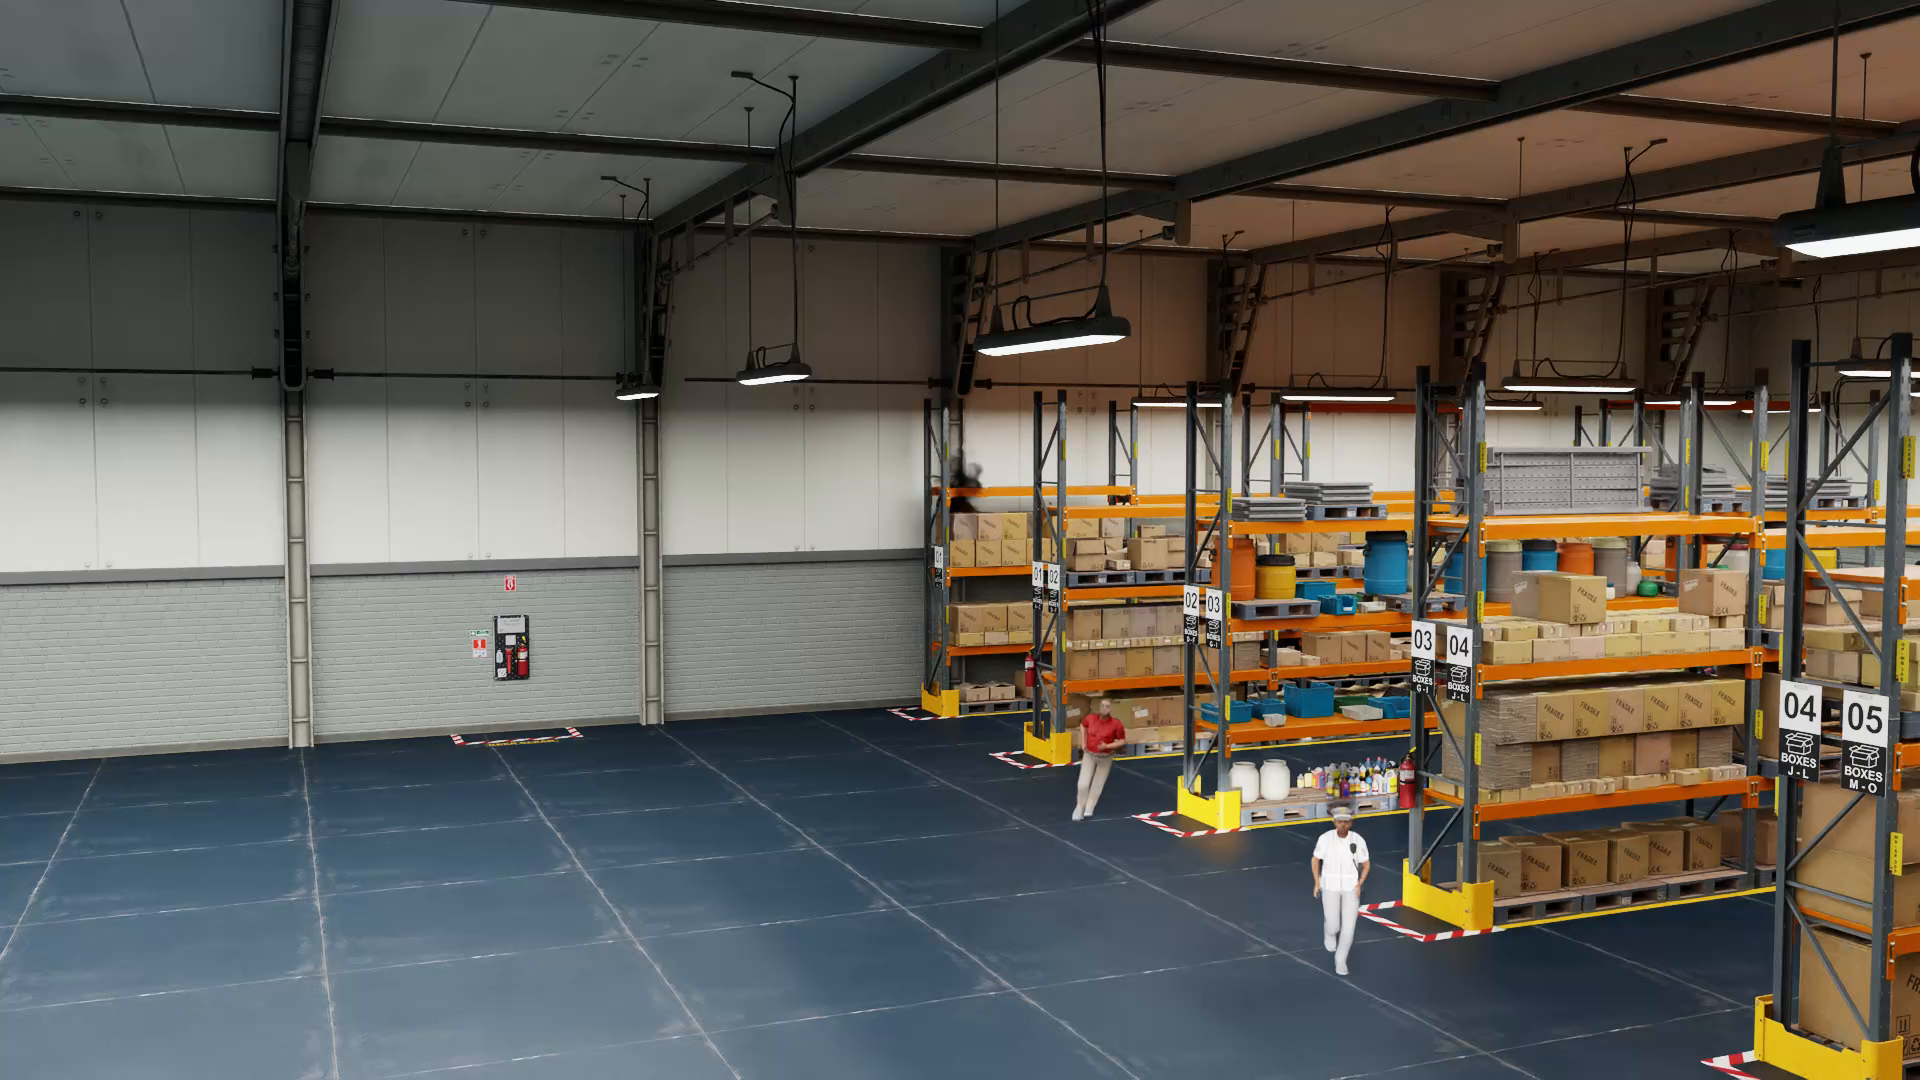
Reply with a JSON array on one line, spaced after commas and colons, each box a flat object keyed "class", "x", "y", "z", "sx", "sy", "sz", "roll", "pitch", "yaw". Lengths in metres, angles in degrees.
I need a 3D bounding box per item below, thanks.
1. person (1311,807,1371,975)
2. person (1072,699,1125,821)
[{"class": "person", "x": 3.725, "y": 3.398, "z": 16.272, "sx": 0.563, "sy": 1.653, "sz": 0.596, "roll": 1, "pitch": 3, "yaw": 10}, {"class": "person", "x": 1.887, "y": 3.000, "z": 22.617, "sx": 0.727, "sy": 1.713, "sz": 0.675, "roll": 1, "pitch": 3, "yaw": 12}]
